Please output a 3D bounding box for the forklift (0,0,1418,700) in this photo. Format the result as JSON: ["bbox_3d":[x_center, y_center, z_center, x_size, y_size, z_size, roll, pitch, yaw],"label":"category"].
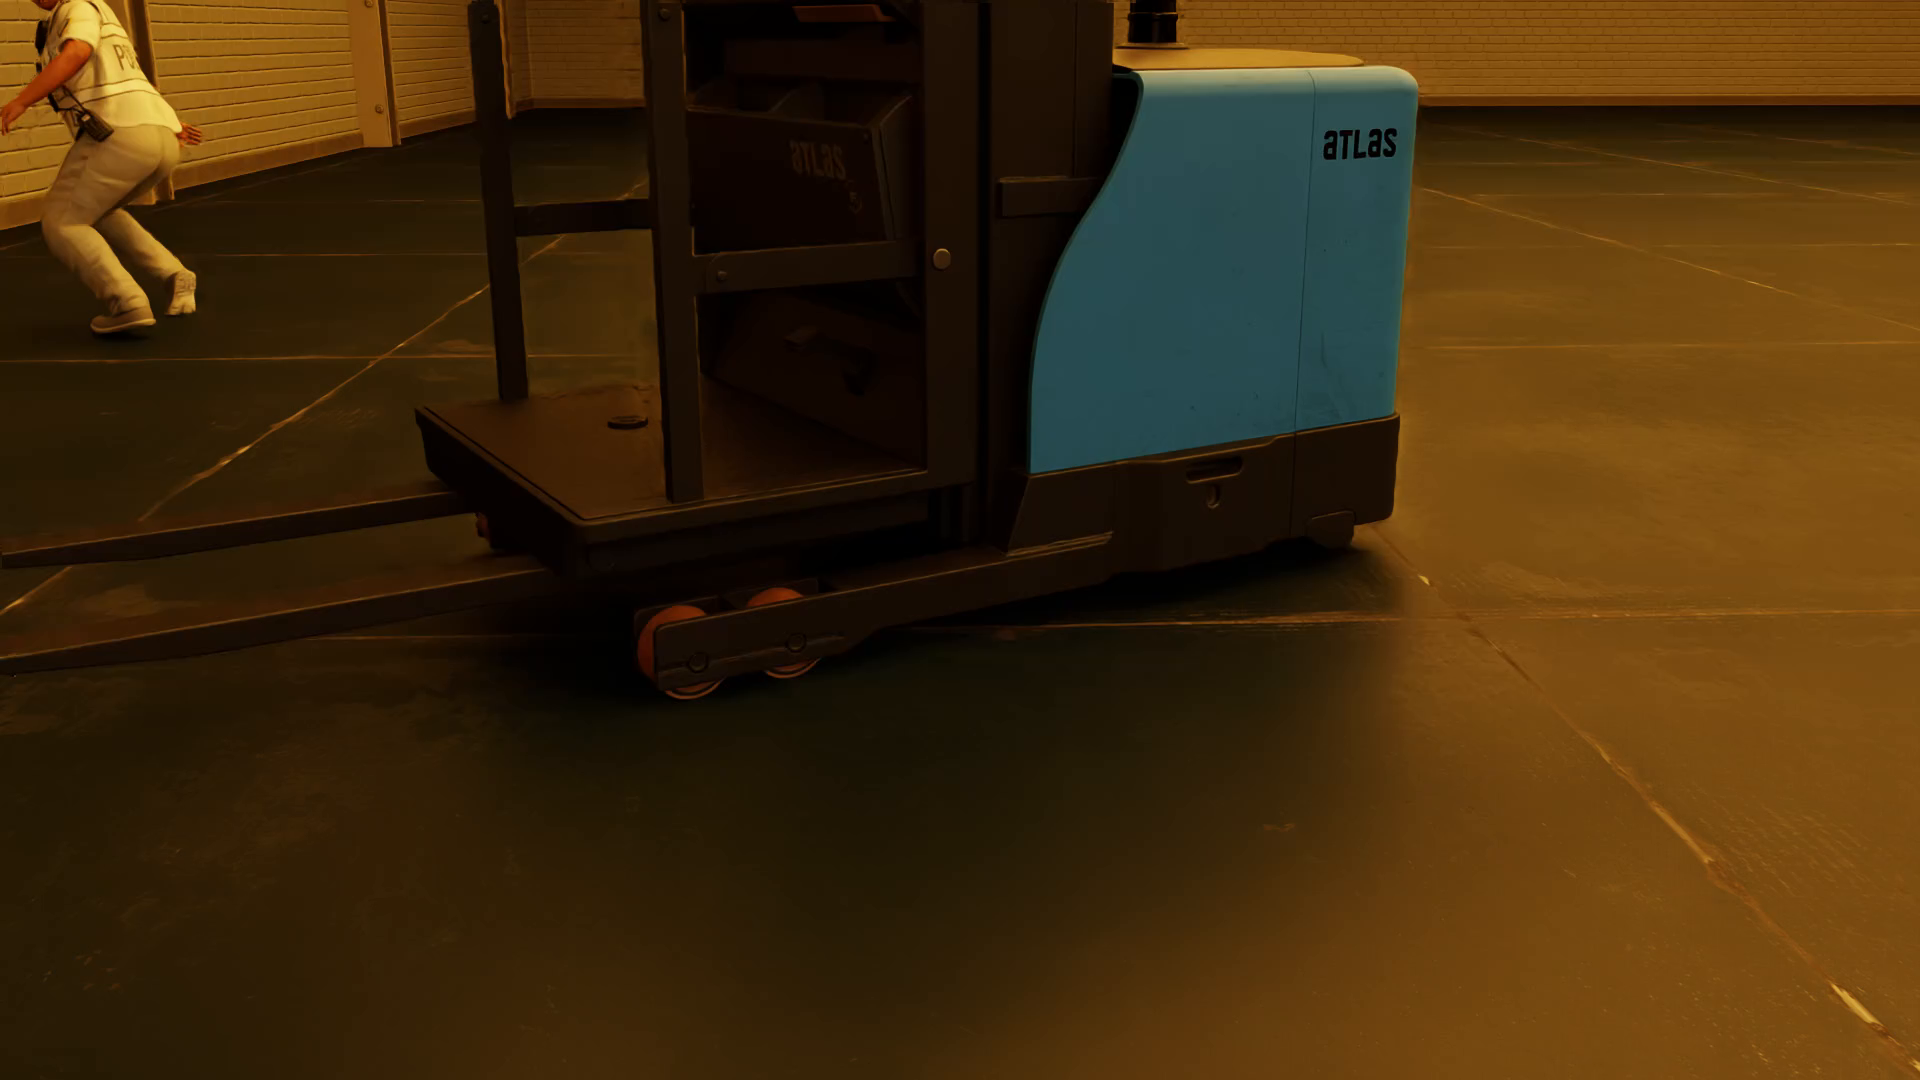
[{"bbox_3d":[-0.515,-1.291,3.129,3.031,2.935,1.130,-10,20,-30],"label":"forklift"}]

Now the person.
[{"bbox_3d":[-3.370,-1.558,6.604,0.497,1.567,0.936,-2,17,-7],"label":"person"}]
